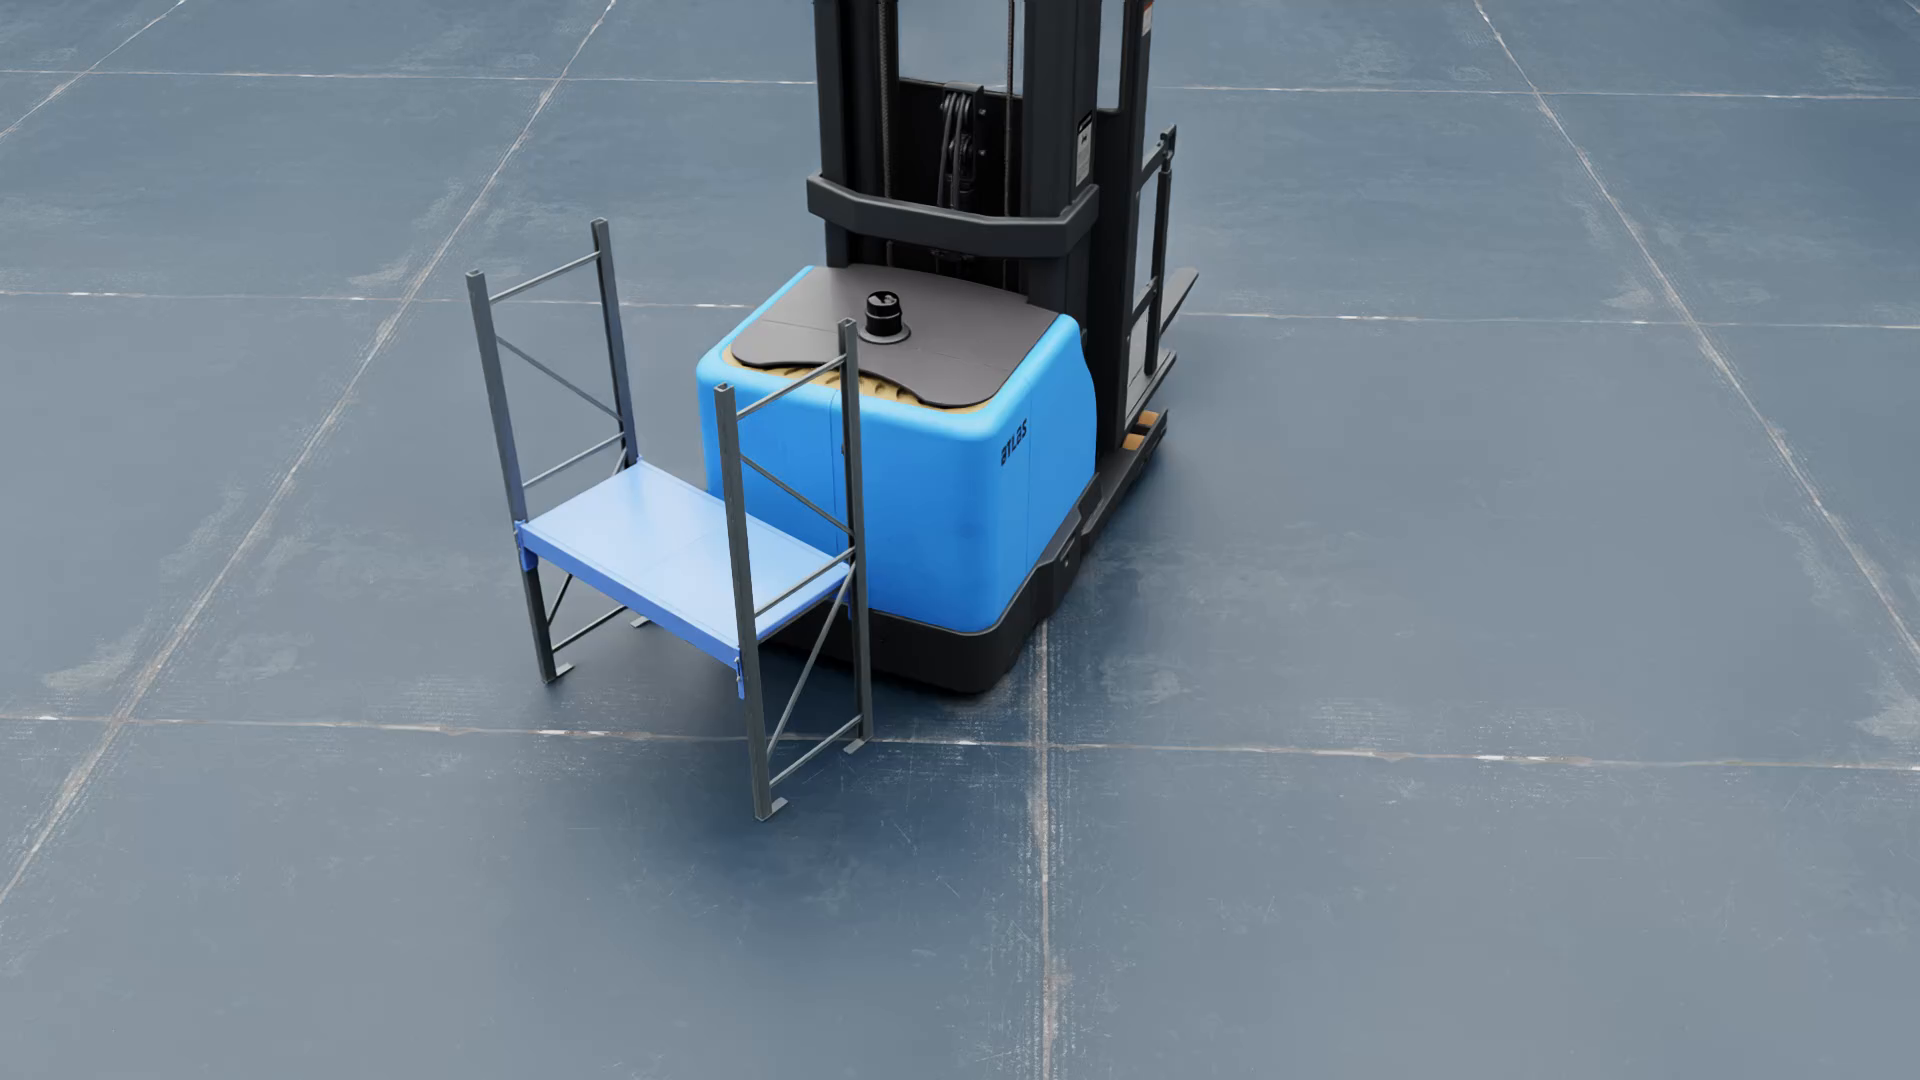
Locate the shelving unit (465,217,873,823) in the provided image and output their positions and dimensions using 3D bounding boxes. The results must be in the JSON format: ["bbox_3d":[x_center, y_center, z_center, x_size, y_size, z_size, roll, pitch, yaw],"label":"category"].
[{"bbox_3d":[-0.841,-0.060,5.031,1.048,1.500,0.538,25,42,31],"label":"shelving unit"}]

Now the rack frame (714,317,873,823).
[{"bbox_3d":[-0.450,0.126,4.766,0.032,1.500,0.500,25,42,31],"label":"rack frame"}]

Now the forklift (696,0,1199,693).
[{"bbox_3d":[0.195,-1.542,5.895,1.130,2.935,3.031,14,37,19],"label":"forklift"}]

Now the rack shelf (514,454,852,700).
[{"bbox_3d":[-0.841,0.087,5.135,1.000,0.185,0.538,25,42,31],"label":"rack shelf"}]

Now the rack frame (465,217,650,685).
[{"bbox_3d":[-1.233,-0.246,5.296,0.032,1.500,0.500,25,42,31],"label":"rack frame"}]
